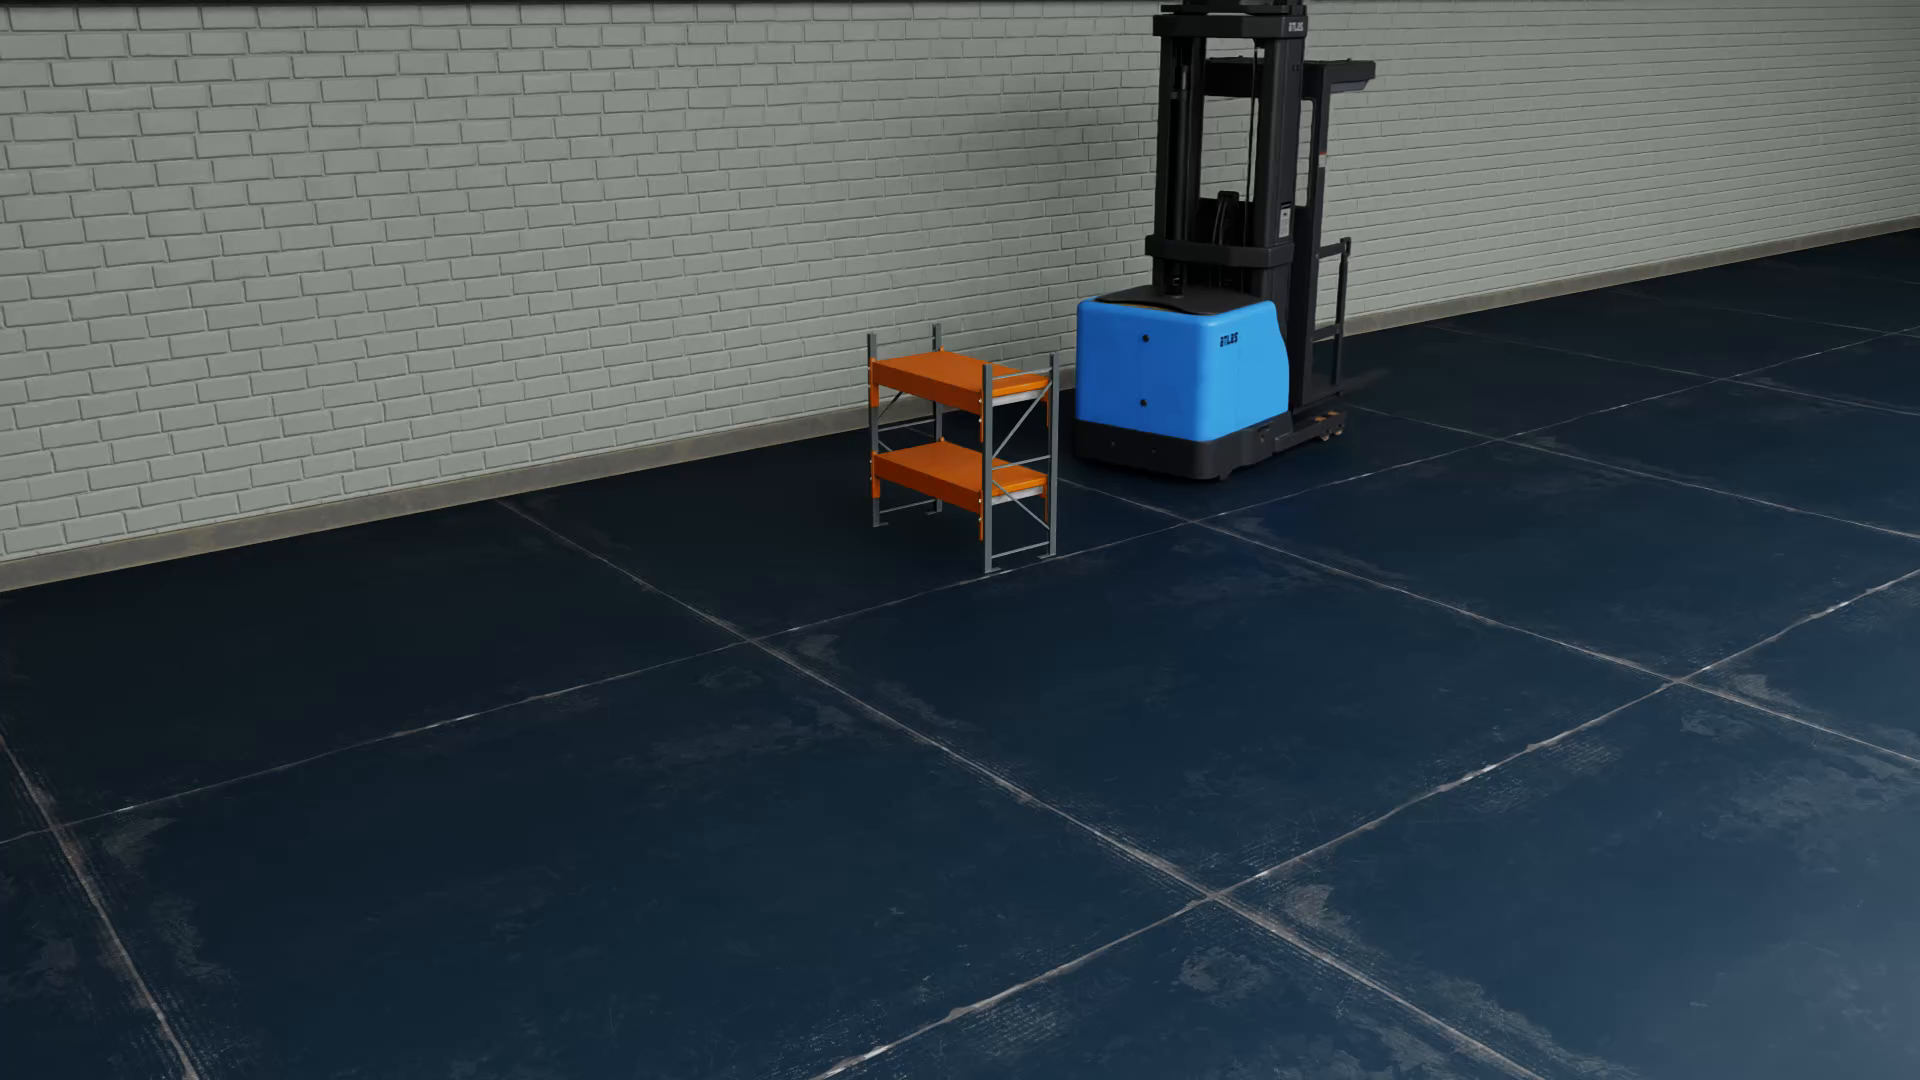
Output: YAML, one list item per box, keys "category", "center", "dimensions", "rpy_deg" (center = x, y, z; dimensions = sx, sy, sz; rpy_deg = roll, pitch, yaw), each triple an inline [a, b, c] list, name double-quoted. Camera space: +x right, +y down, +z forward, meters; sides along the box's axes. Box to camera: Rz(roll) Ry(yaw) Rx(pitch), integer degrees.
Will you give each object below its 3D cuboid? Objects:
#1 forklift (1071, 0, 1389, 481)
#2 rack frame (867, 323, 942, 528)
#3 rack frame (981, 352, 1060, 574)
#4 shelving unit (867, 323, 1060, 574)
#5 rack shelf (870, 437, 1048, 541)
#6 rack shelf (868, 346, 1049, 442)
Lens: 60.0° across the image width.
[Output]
- category: "forklift"
  center: [2.036, -2.156, 11.211]
  dimensions: [1.130, 2.935, 3.031]
  rpy_deg: [14, 23, 36]
- category: "rack frame"
  center: [-0.311, -0.658, 9.559]
  dimensions: [0.500, 1.125, 0.032]
  rpy_deg: [-14, 23, -36]
- category: "rack frame"
  center: [0.320, -0.407, 8.802]
  dimensions: [0.500, 1.125, 0.032]
  rpy_deg: [-14, 23, -36]
- category: "shelving unit"
  center: [0.004, -0.532, 9.181]
  dimensions: [0.538, 1.125, 1.048]
  rpy_deg: [-14, 23, -36]
- category: "rack shelf"
  center: [0.004, -0.300, 9.258]
  dimensions: [0.538, 0.278, 1.000]
  rpy_deg: [-14, 23, -36]
- category: "rack shelf"
  center: [0.004, -0.810, 9.089]
  dimensions: [0.538, 0.278, 1.000]
  rpy_deg: [-14, 23, -36]
